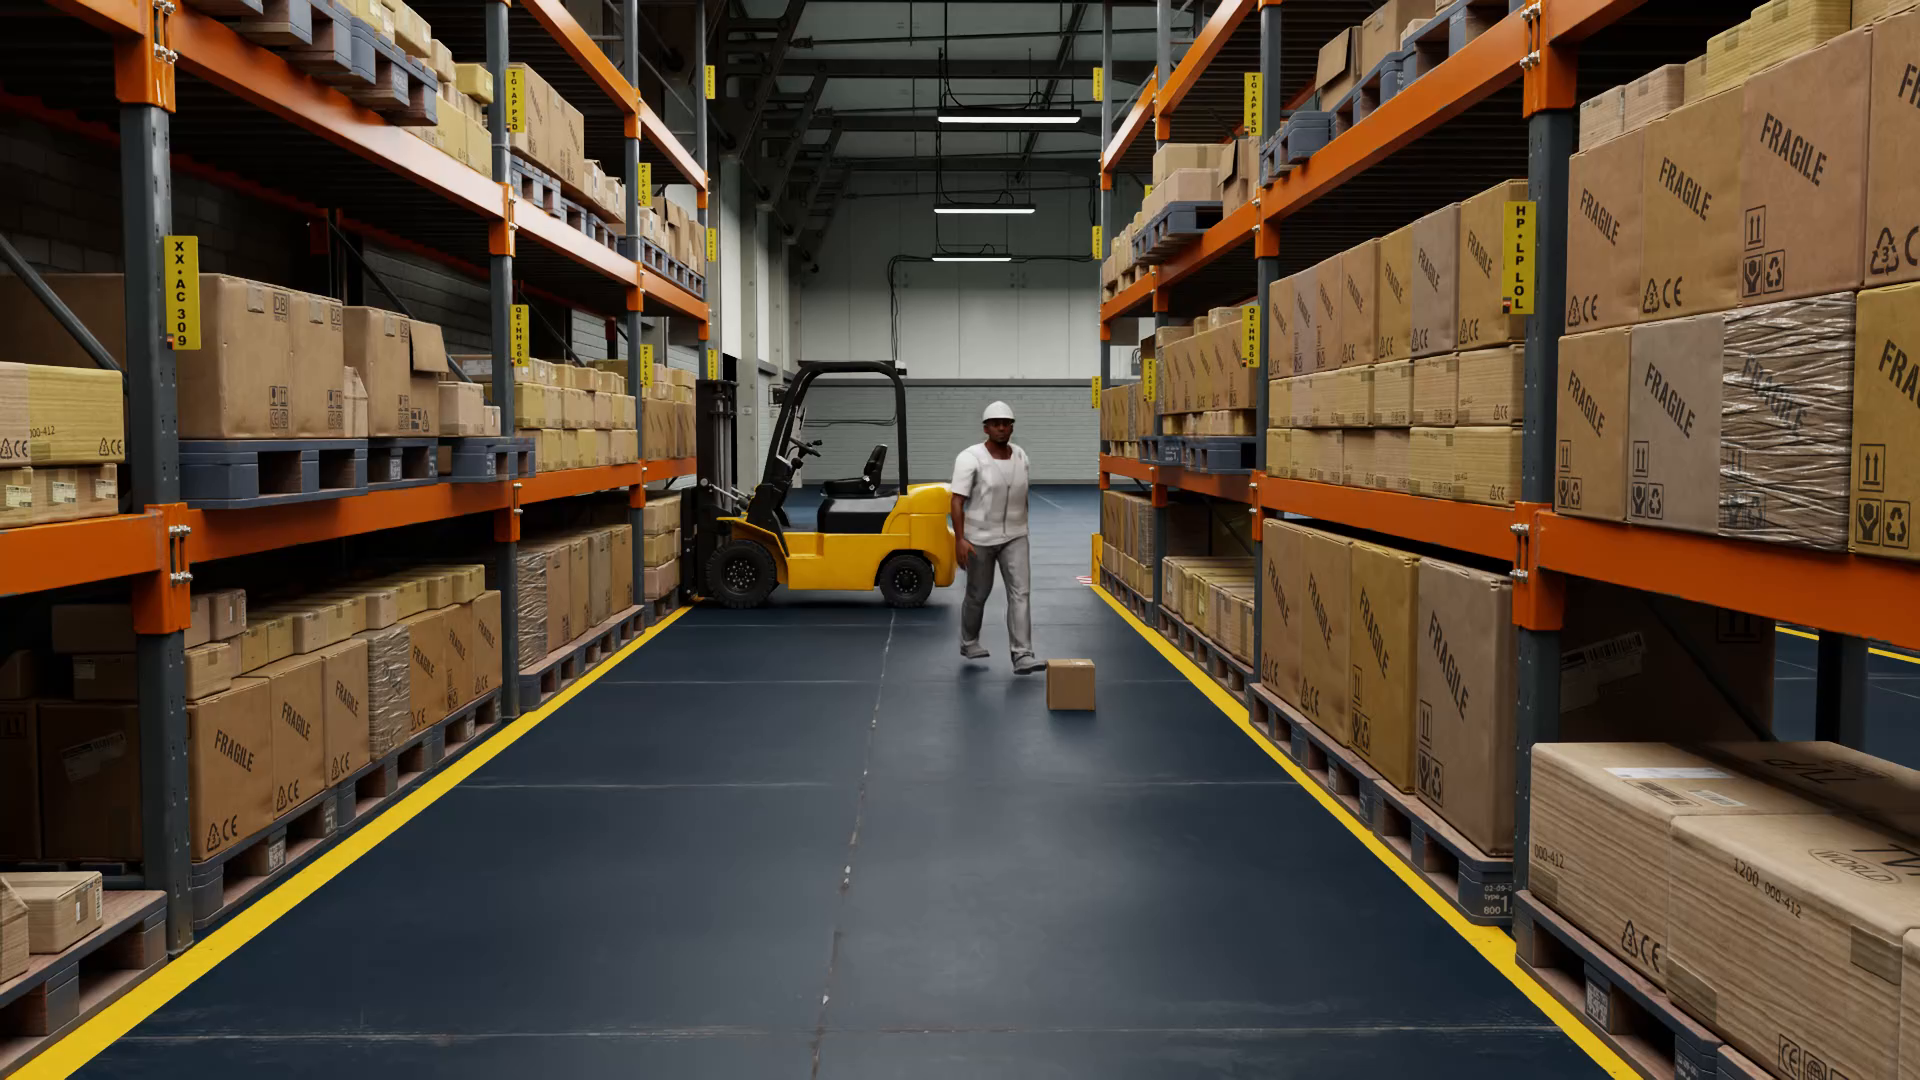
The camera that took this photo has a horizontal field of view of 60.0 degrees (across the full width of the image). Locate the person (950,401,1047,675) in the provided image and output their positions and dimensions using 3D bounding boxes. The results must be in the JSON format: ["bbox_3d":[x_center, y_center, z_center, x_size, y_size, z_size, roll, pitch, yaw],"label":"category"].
[{"bbox_3d":[0.217,-0.020,10.576,0.593,1.717,1.037,-1,4,-19],"label":"person"}]
